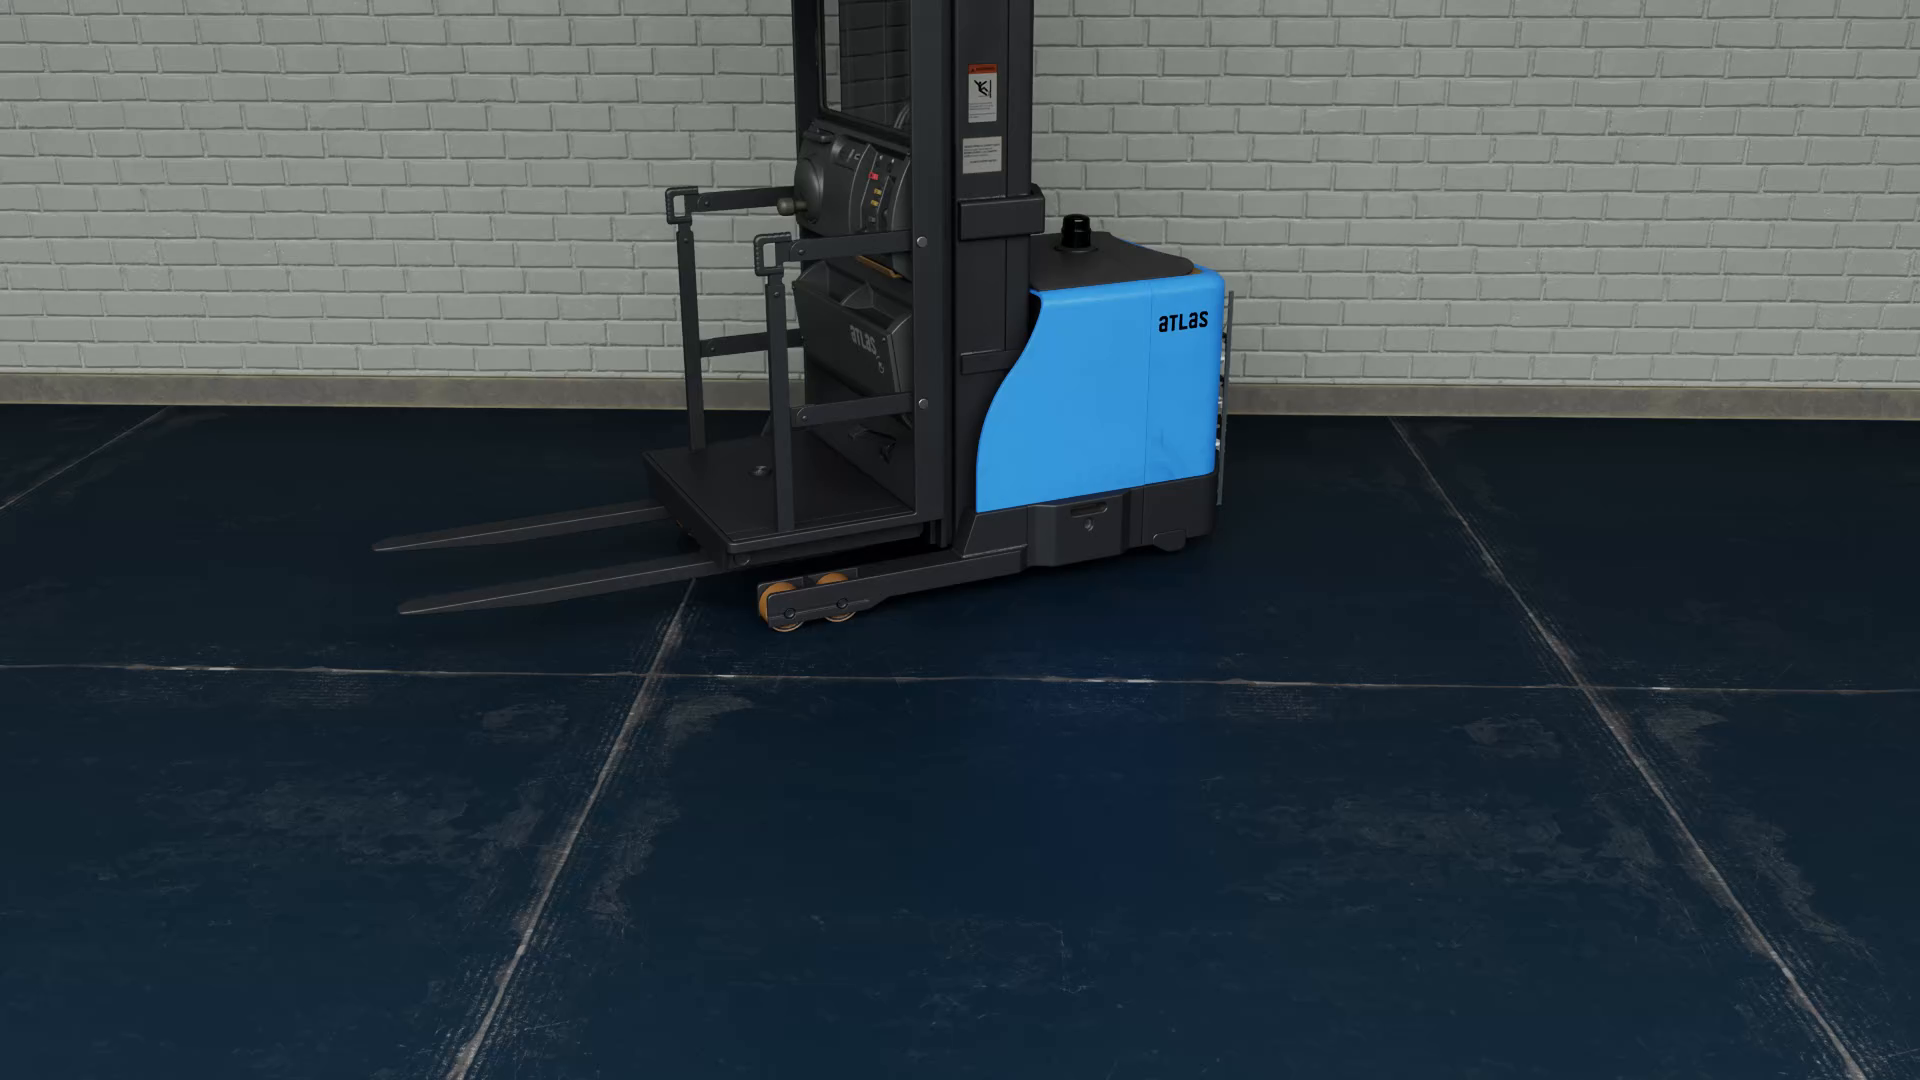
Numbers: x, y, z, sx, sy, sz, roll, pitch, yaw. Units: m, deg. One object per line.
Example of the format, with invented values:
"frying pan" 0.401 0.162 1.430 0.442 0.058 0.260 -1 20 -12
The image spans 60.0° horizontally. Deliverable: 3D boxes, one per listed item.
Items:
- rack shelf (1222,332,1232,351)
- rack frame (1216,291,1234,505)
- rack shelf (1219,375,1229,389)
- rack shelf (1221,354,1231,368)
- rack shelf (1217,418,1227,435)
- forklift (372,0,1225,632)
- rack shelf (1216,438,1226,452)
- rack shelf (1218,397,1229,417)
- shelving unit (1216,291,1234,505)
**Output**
"rack shelf" 0.932 -0.803 6.699 0.258 0.077 0.200 -10 23 -24
"rack frame" 0.976 -0.549 6.699 0.240 0.900 0.006 -10 23 -24
"rack shelf" 0.932 -0.635 6.764 0.258 0.077 0.200 -10 23 -24
"rack shelf" 0.932 -0.719 6.732 0.258 0.077 0.200 -10 23 -24
"rack shelf" 0.932 -0.467 6.829 0.258 0.077 0.200 -10 23 -24
"forklift" -0.567 -1.269 5.746 3.031 2.935 1.130 -10 23 -24
"rack shelf" 0.932 -0.383 6.862 0.258 0.077 0.200 -10 23 -24
"rack shelf" 0.932 -0.551 6.797 0.258 0.077 0.200 -10 23 -24
"shelving unit" 0.932 -0.582 6.785 0.258 0.900 0.210 -10 23 -24
